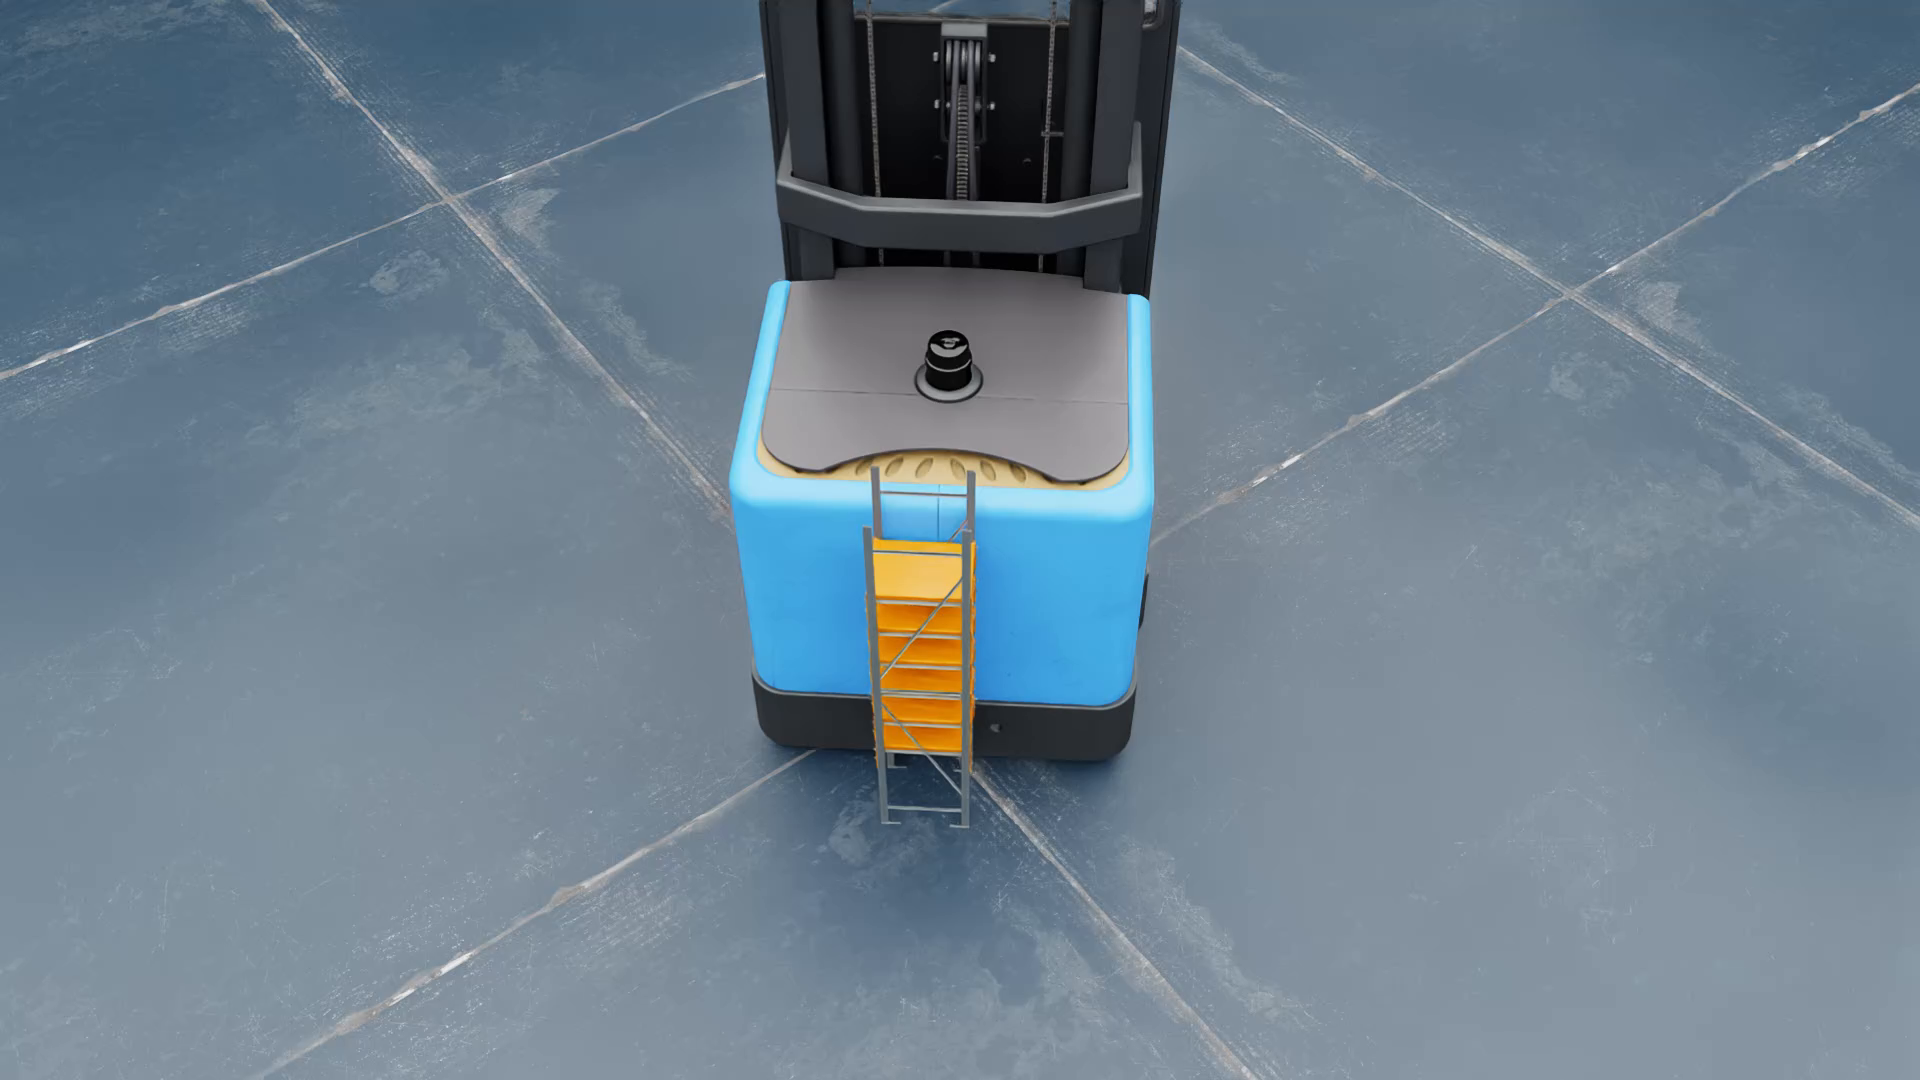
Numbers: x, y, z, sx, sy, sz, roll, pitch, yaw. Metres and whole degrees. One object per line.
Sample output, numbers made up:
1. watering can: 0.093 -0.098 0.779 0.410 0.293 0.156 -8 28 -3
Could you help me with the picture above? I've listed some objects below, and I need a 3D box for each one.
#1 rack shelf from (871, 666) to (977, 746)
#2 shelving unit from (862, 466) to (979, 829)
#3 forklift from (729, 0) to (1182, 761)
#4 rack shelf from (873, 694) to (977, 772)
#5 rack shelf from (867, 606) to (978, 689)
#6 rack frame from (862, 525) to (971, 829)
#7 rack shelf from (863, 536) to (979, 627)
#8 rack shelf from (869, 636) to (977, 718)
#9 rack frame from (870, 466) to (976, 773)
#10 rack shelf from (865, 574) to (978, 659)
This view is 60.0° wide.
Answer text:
1. rack shelf: -0.090 0.420 4.281 0.258 0.103 0.180 3 48 2
2. shelving unit: -0.090 0.309 4.160 0.258 1.200 0.189 3 48 2
3. forklift: 0.039 -1.463 4.598 1.130 2.935 3.031 3 48 2
4. rack shelf: -0.090 0.500 4.370 0.258 0.103 0.180 3 48 2
5. rack shelf: -0.090 0.259 4.104 0.258 0.103 0.180 3 48 2
6. rack frame: -0.095 0.377 4.098 0.240 1.200 0.006 3 48 2
7. rack shelf: -0.090 0.097 3.926 0.258 0.103 0.180 3 48 2
8. rack shelf: -0.090 0.339 4.193 0.258 0.103 0.180 3 48 2
9. rack frame: -0.084 0.242 4.221 0.240 1.200 0.006 3 48 2
10. rack shelf: -0.090 0.178 4.015 0.258 0.103 0.180 3 48 2
